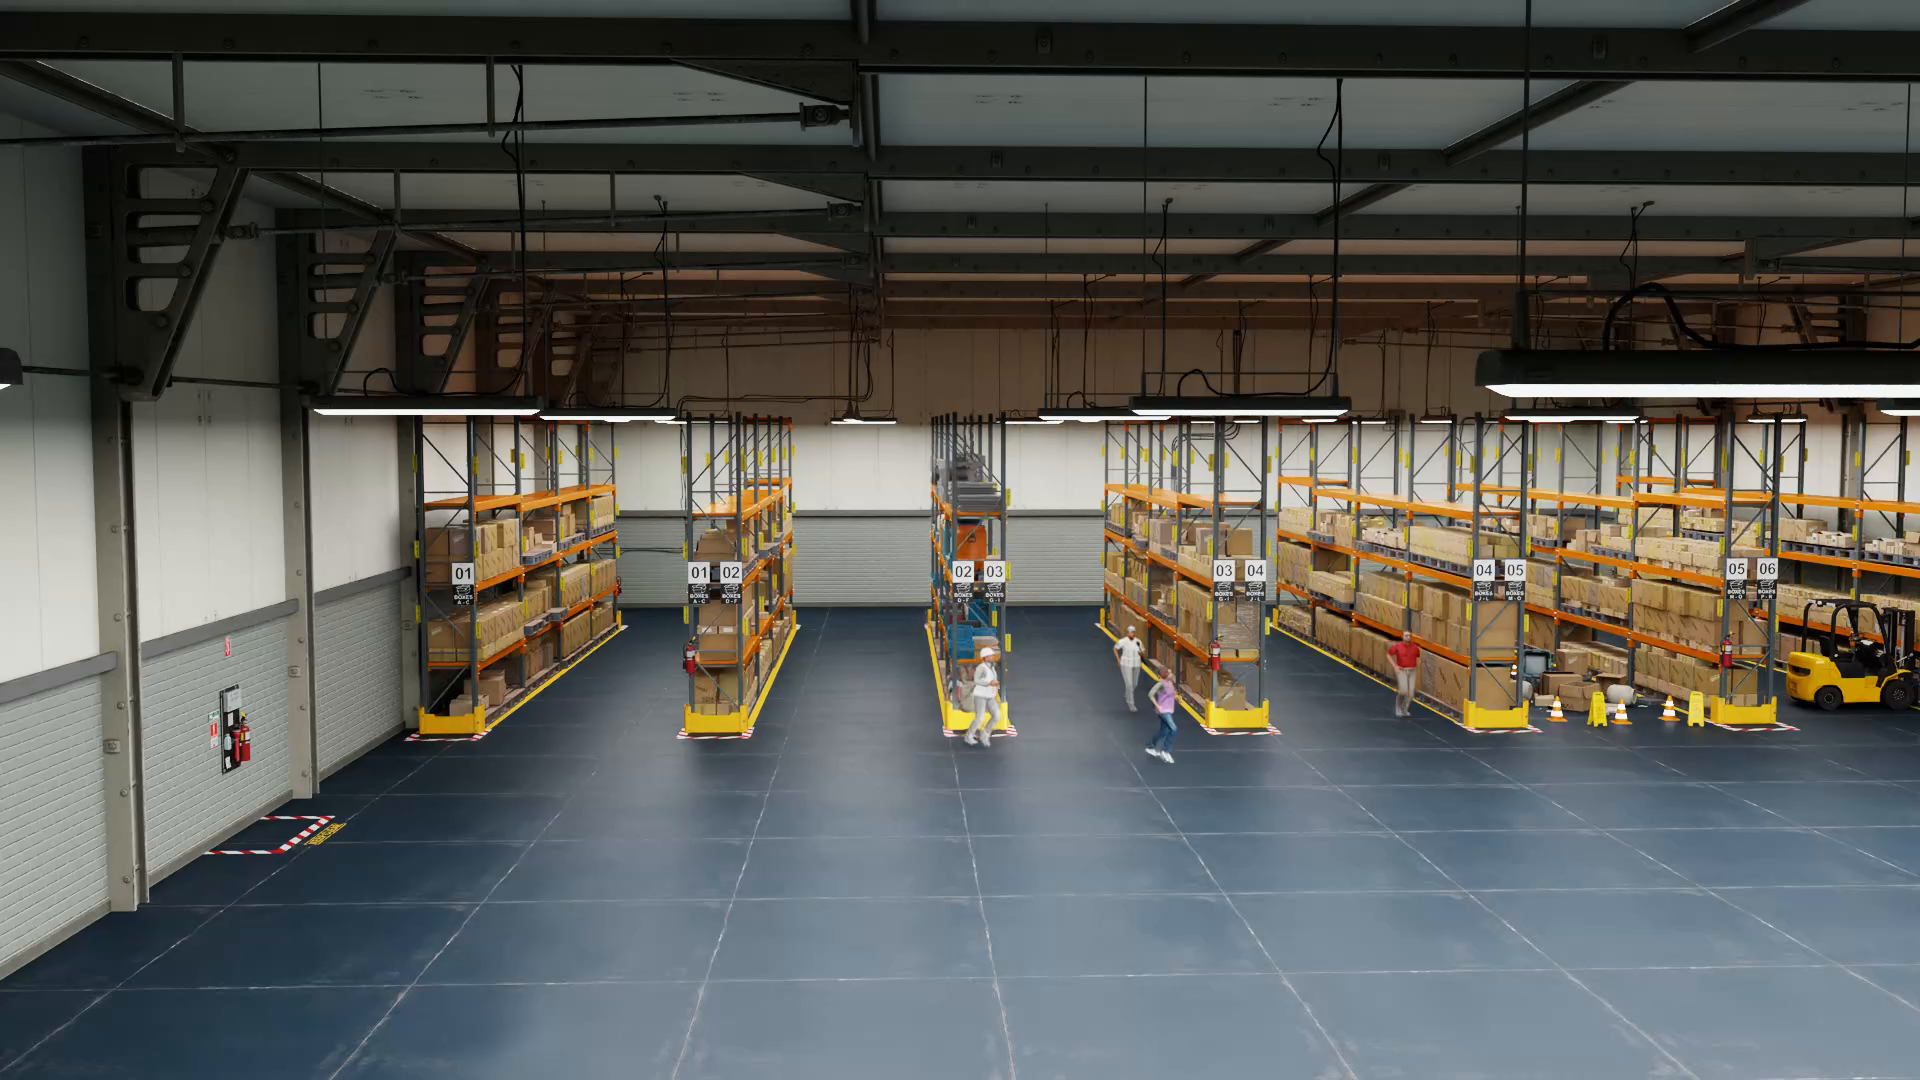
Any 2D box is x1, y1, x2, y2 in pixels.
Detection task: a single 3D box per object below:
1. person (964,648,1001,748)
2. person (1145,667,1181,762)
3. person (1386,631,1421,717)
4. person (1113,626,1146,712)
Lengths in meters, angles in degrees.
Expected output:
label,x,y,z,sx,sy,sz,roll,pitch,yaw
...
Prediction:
label,x,y,z,sx,sy,sz,roll,pitch,yaw
person,0.472,2.834,29.853,0.681,1.798,0.651,3,5,38
person,3.487,2.990,28.570,0.624,1.640,0.580,2,5,31
person,8.795,2.652,32.722,0.645,1.720,0.634,-1,4,-8
person,3.467,2.579,33.723,0.598,1.678,0.900,-1,4,-18
